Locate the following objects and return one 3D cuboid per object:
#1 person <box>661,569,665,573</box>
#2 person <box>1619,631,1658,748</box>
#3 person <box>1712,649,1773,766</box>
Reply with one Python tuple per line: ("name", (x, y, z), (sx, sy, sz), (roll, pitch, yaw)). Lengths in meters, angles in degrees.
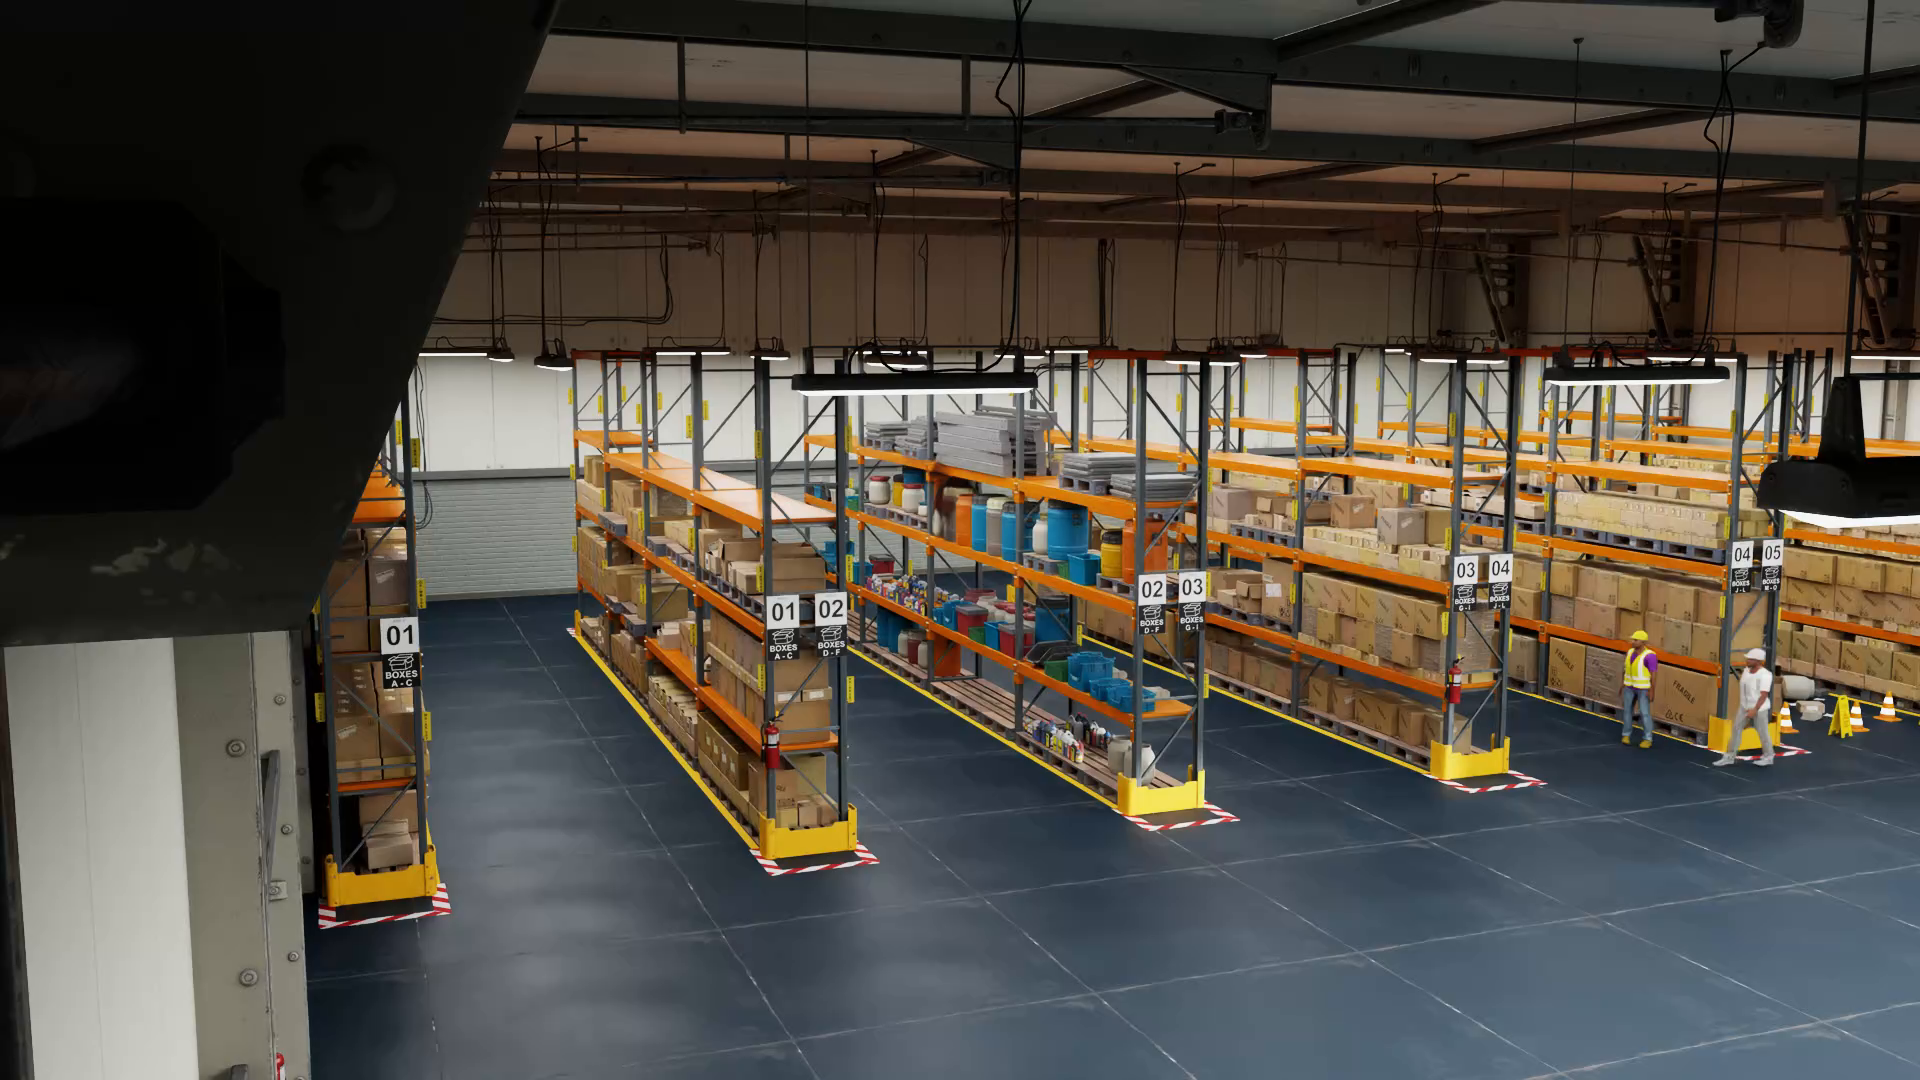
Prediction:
("person", (-6.670, 1.009, 36.323), (0.553, 1.620, 0.505), (2, 7, 18))
("person", (10.421, 2.238, 25.572), (0.364, 1.707, 0.631), (-5, 9, -37))
("person", (11.511, 2.449, 24.220), (0.835, 1.754, 0.610), (-3, 8, -20))
